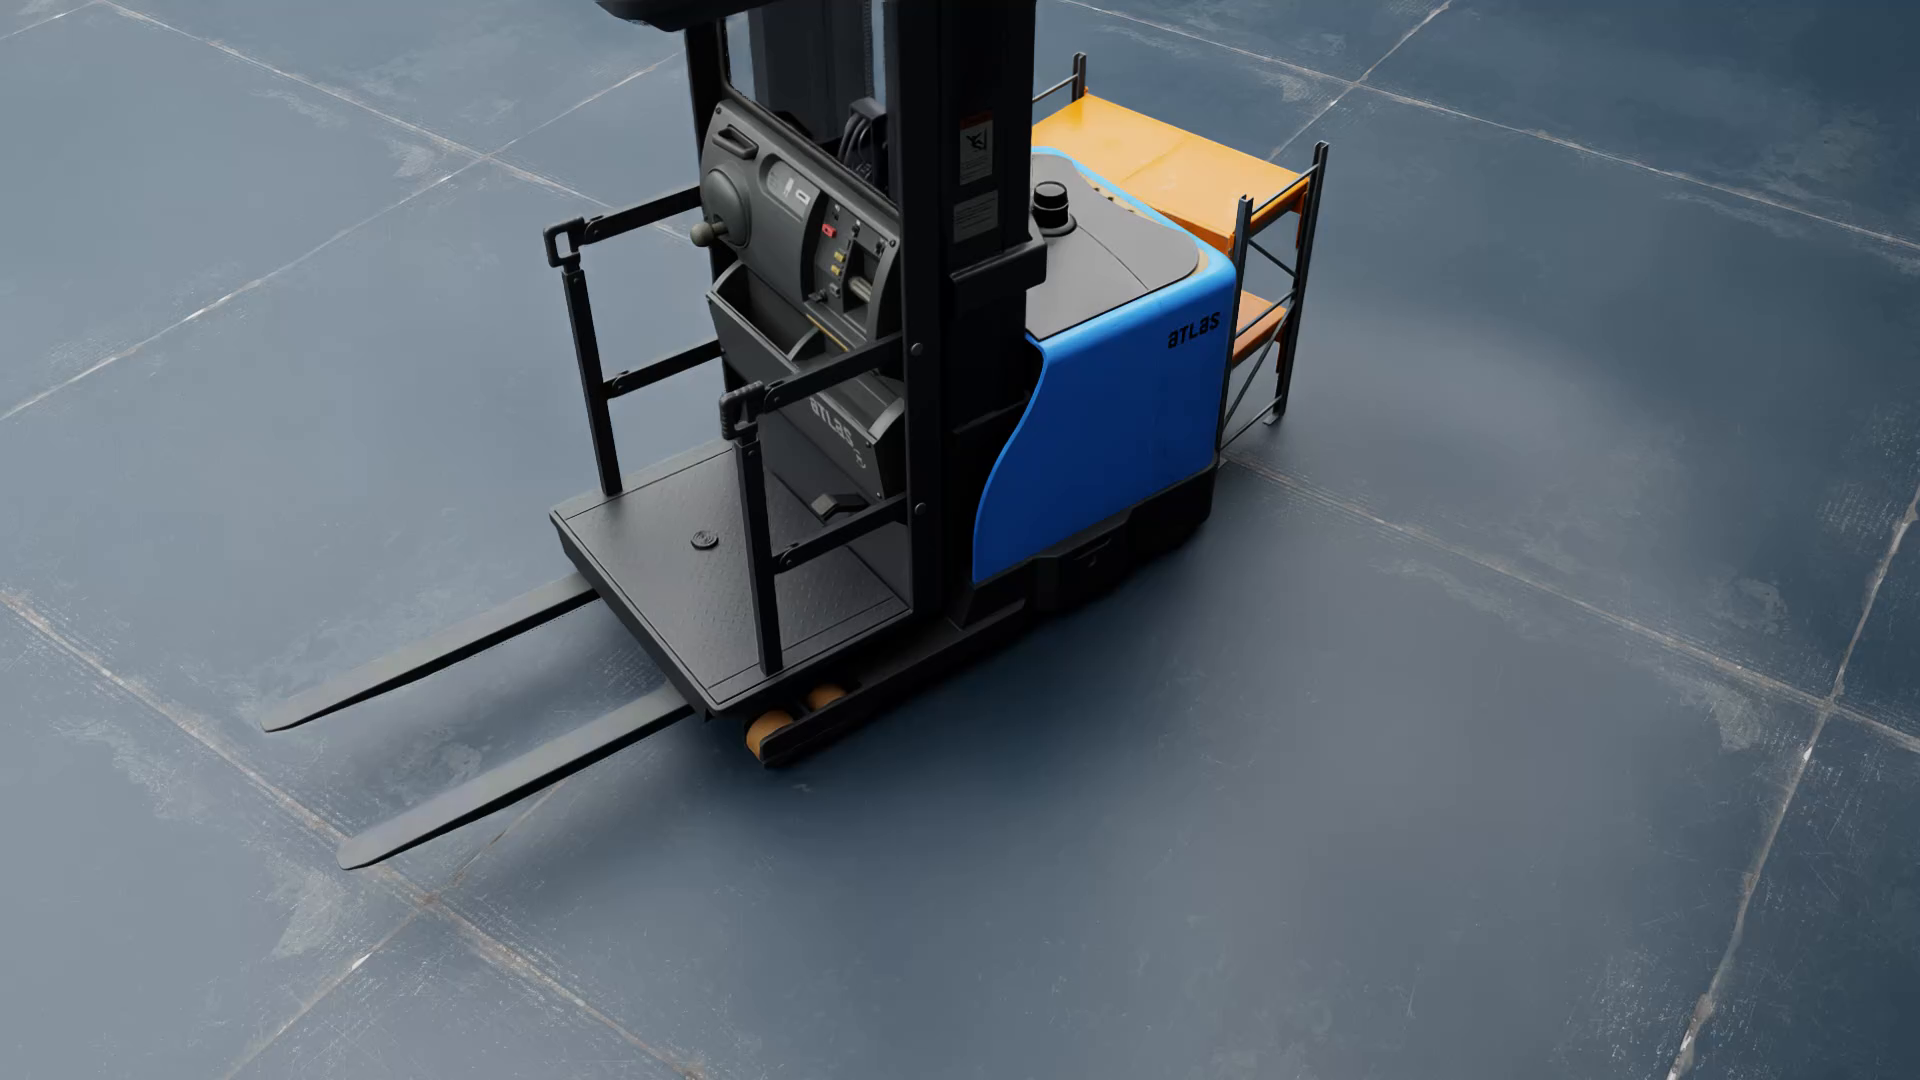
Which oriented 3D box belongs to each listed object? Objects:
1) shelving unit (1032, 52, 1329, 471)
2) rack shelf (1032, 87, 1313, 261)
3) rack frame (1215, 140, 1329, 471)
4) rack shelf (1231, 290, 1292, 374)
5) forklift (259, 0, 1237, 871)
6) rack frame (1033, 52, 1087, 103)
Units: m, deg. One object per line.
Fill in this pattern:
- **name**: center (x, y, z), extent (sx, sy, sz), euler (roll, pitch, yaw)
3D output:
- **shelving unit**: center (0.672, -1.004, 6.029), extent (1.048, 1.125, 0.538), euler (30, 50, 29)
- **rack shelf**: center (0.672, -1.222, 5.834), extent (1.000, 0.278, 0.538), euler (30, 50, 29)
- **rack frame**: center (1.057, -0.783, 5.782), extent (0.032, 1.125, 0.500), euler (30, 50, 29)
- **rack shelf**: center (0.672, -0.822, 6.192), extent (1.000, 0.278, 0.538), euler (30, 50, 29)
- **forklift**: center (-0.620, -0.821, 4.469), extent (3.031, 2.935, 1.130), euler (-26, 48, -26)
- **rack frame**: center (0.286, -1.225, 6.275), extent (0.032, 1.125, 0.500), euler (30, 50, 29)
